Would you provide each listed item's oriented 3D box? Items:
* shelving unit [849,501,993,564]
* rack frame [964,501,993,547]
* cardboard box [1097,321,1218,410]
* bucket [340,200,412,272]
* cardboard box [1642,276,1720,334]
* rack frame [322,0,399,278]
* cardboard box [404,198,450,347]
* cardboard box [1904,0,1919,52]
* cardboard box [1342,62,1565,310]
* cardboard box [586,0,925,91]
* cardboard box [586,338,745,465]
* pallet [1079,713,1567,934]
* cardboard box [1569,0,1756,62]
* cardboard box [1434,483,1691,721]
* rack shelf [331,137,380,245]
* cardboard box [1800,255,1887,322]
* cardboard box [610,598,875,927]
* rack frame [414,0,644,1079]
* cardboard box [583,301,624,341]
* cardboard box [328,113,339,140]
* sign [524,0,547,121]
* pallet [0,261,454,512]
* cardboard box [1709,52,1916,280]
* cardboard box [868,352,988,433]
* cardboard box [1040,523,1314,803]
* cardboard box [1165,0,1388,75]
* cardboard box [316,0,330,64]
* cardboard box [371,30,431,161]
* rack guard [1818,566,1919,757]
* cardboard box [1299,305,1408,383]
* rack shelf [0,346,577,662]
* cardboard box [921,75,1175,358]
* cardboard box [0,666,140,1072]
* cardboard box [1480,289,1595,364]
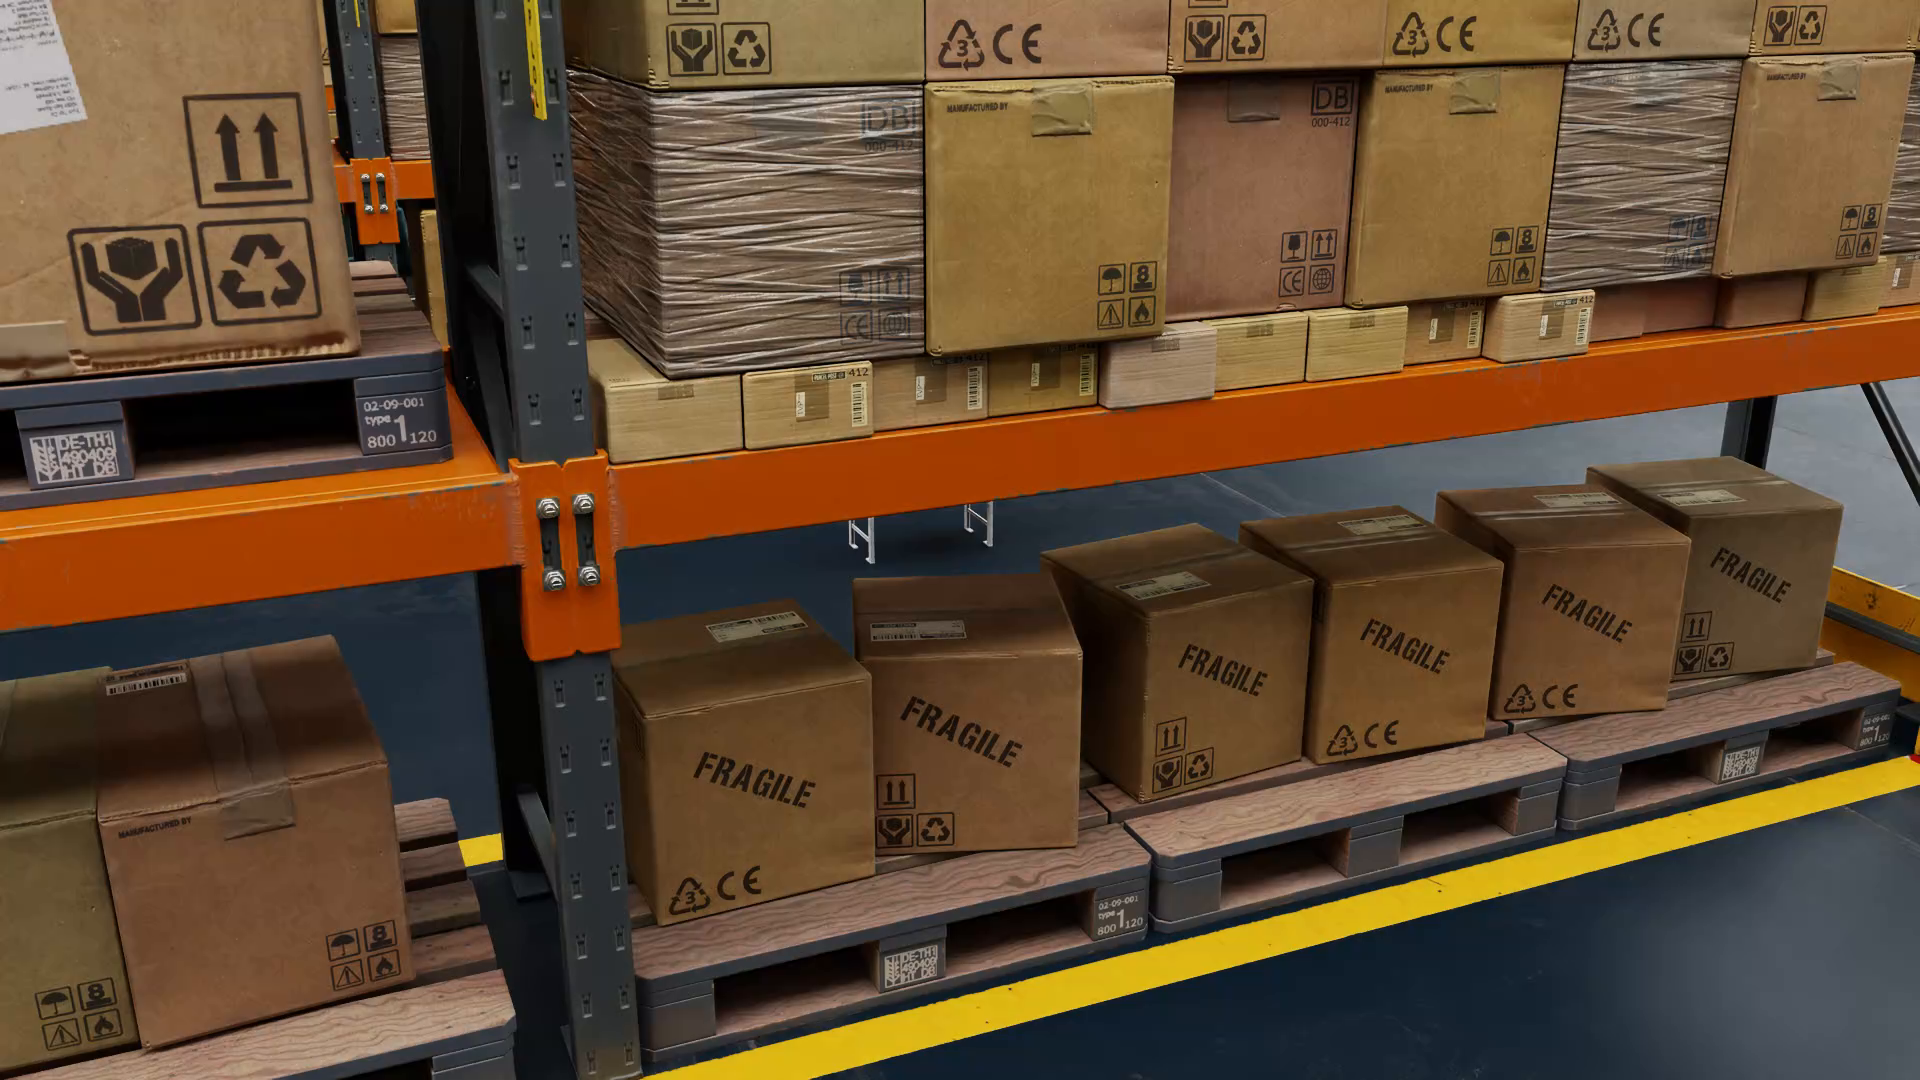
[{"bbox_3d":[-0.152,-0.544,6.261,0.503,1.200,0.258,-8,21,-22],"label":"shelving unit"},{"bbox_3d":[0.072,-0.576,6.352,0.015,1.200,0.240,-8,21,-22],"label":"rack frame"},{"bbox_3d":[0.339,-0.403,3.529,0.250,0.149,0.380,-8,21,-22],"label":"cardboard box"},{"bbox_3d":[-3.563,-1.878,9.981,0.620,0.611,0.726,-11,20,0],"label":"bucket"},{"bbox_3d":[1.669,-0.636,4.191,0.250,0.149,0.380,-8,21,-22],"label":"cardboard box"},{"bbox_3d":[-2.775,-1.985,7.642,0.127,3.000,1.000,-8,21,-22],"label":"rack frame"},{"bbox_3d":[-2.170,-1.242,8.099,0.875,0.875,0.875,-8,21,-21],"label":"cardboard box"},{"bbox_3d":[2.363,-1.496,4.151,0.500,0.500,0.500,-8,21,-22],"label":"cardboard box"},{"bbox_3d":[0.903,-0.891,3.938,0.500,0.500,0.875,-8,21,-22],"label":"cardboard box"},{"bbox_3d":[-0.389,-1.099,3.024,0.500,0.500,0.500,-8,21,-22],"label":"cardboard box"},{"bbox_3d":[-0.586,-0.277,3.170,0.250,0.149,0.380,-8,21,-22],"label":"cardboard box"},{"bbox_3d":[0.822,0.596,4.512,1.213,0.211,1.003,-8,21,-22],"label":"pallet"},{"bbox_3d":[1.446,-1.364,3.775,0.500,0.500,0.500,-8,21,-22],"label":"cardboard box"},{"bbox_3d":[1.655,0.162,4.676,0.500,0.500,0.500,-3,20,-8],"label":"cardboard box"},{"bbox_3d":[-4.611,-1.382,7.014,4.000,0.370,1.077,-8,21,-22],"label":"rack shelf"},{"bbox_3d":[2.151,-0.685,4.328,0.250,0.149,0.380,-8,21,-22],"label":"cardboard box"},{"bbox_3d":[-0.520,0.482,3.768,0.500,0.500,0.500,-9,21,-24],"label":"cardboard box"},{"bbox_3d":[-0.903,-0.459,3.308,0.127,3.000,1.000,-8,21,-22],"label":"rack frame"},{"bbox_3d":[-0.822,-0.458,3.685,0.250,0.149,0.380,-8,21,-22],"label":"cardboard box"},{"bbox_3d":[-6.231,-4.100,16.406,0.500,0.250,0.500,-8,21,-22],"label":"cardboard box"},{"bbox_3d":[-0.680,-0.836,2.637,0.005,0.325,0.100,-8,21,-22],"label":"sign"},{"bbox_3d":[-1.662,-0.312,3.180,1.213,0.211,1.003,-8,21,-22],"label":"pallet"},{"bbox_3d":[1.842,-1.006,4.264,0.500,0.500,0.875,-8,21,-22],"label":"cardboard box"},{"bbox_3d":[-0.133,-0.347,3.369,0.250,0.149,0.380,-8,21,-22],"label":"cardboard box"},{"bbox_3d":[0.542,0.299,4.289,0.500,0.500,0.500,-10,22,-27],"label":"cardboard box"},{"bbox_3d":[0.529,-1.231,3.399,0.500,0.500,0.500,-8,21,-22],"label":"cardboard box"},{"bbox_3d":[-4.314,-3.641,11.748,0.500,0.500,0.500,-8,21,-22],"label":"cardboard box"},{"bbox_3d":[-2.441,-2.107,7.765,0.550,0.550,0.875,-8,21,-22],"label":"cardboard box"},{"bbox_3d":[2.700,0.204,5.189,0.348,0.500,1.175,-8,21,-22],"label":"rack guard"},{"bbox_3d":[0.786,-0.478,3.742,0.250,0.149,0.380,-8,21,-22],"label":"cardboard box"},{"bbox_3d":[-2.739,0.144,2.680,4.000,0.370,1.077,-8,21,-22],"label":"rack shelf"},{"bbox_3d":[0.008,-0.742,3.513,0.500,0.500,0.875,-8,21,-22],"label":"cardboard box"},{"bbox_3d":[-1.921,0.644,3.278,0.500,0.500,0.700,-8,21,-22],"label":"cardboard box"},{"bbox_3d":[1.254,-0.537,3.908,0.250,0.149,0.380,-8,21,-22],"label":"cardboard box"}]
